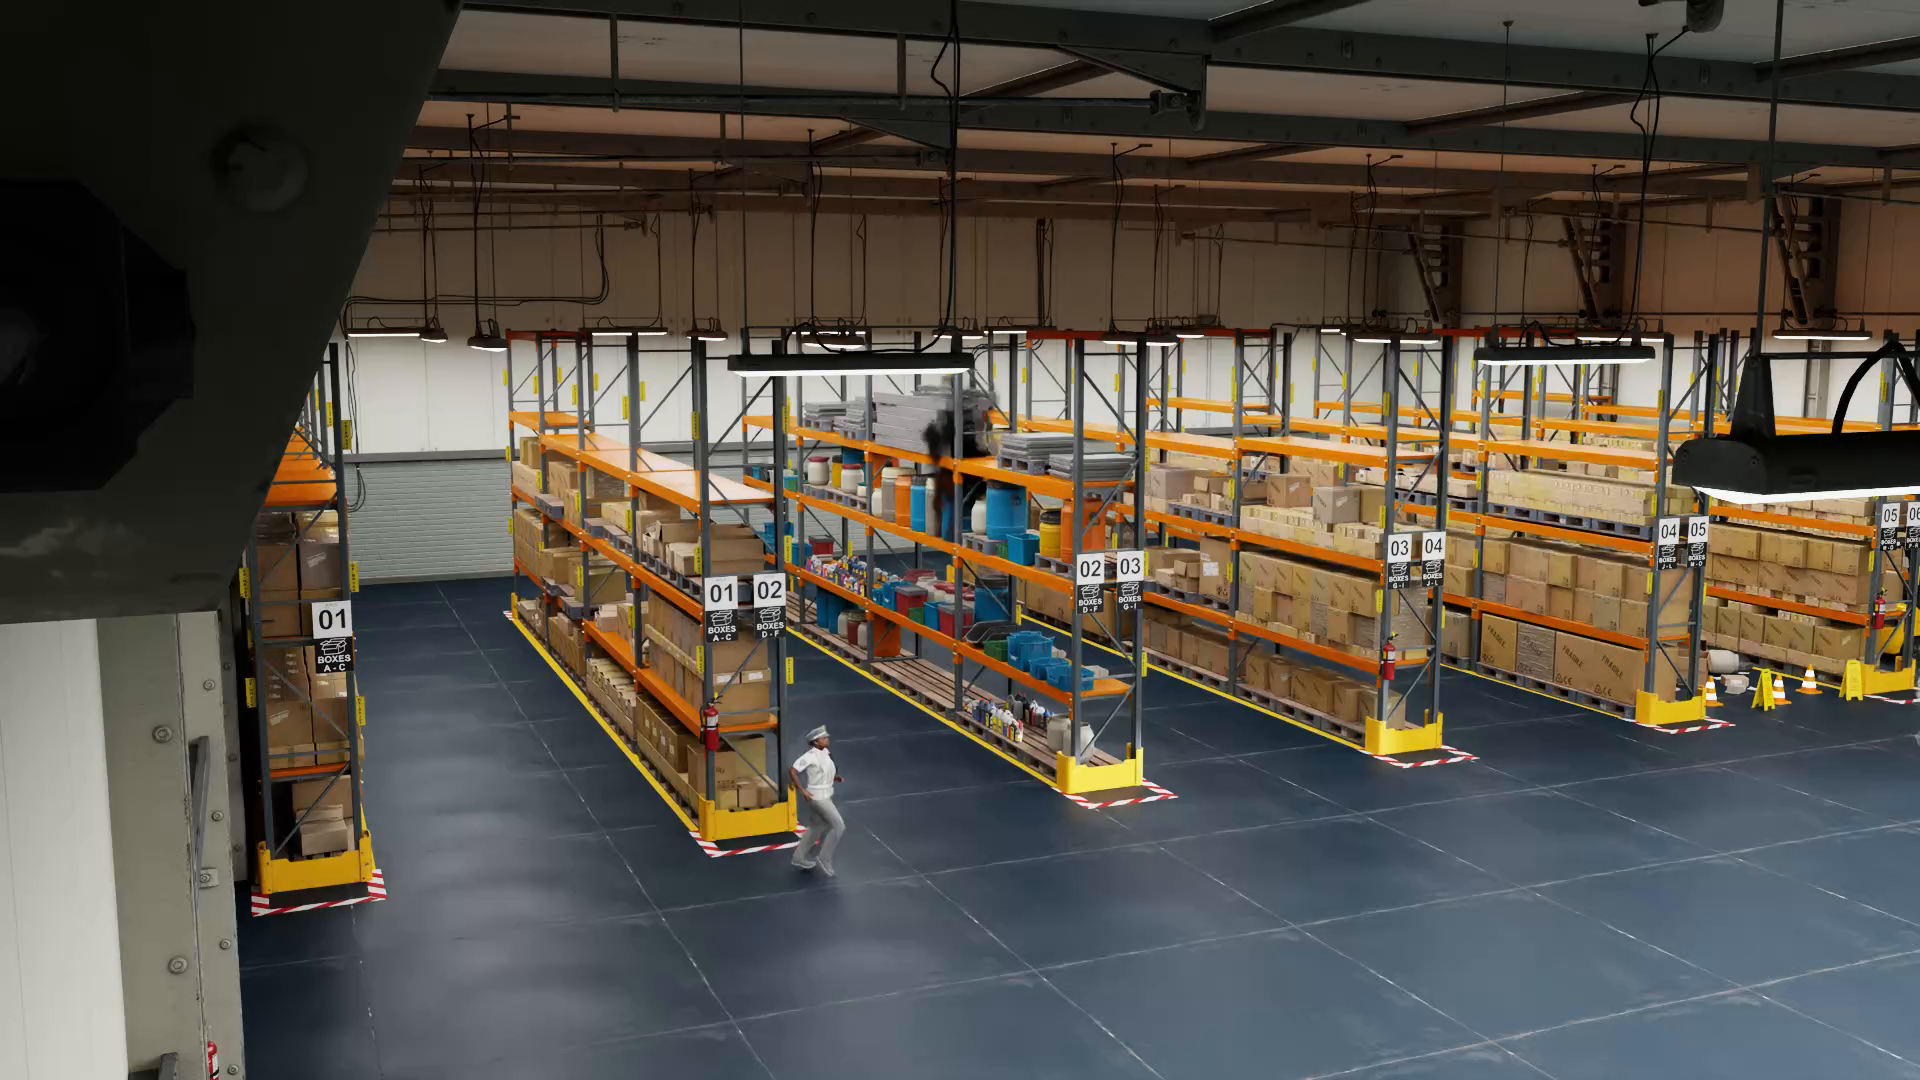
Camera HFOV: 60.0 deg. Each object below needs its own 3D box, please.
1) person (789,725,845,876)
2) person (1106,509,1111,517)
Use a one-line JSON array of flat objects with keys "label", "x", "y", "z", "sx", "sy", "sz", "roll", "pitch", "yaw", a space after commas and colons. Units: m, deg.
[{"label": "person", "x": -1.597, "y": 2.950, "z": 18.898, "sx": 0.656, "sy": 1.708, "sz": 0.558, "roll": 1, "pitch": 8, "yaw": 9}, {"label": "person", "x": 3.418, "y": -0.054, "z": 40.752, "sx": 0.733, "sy": 1.701, "sz": 0.514, "roll": 6, "pitch": 10, "yaw": 36}]
